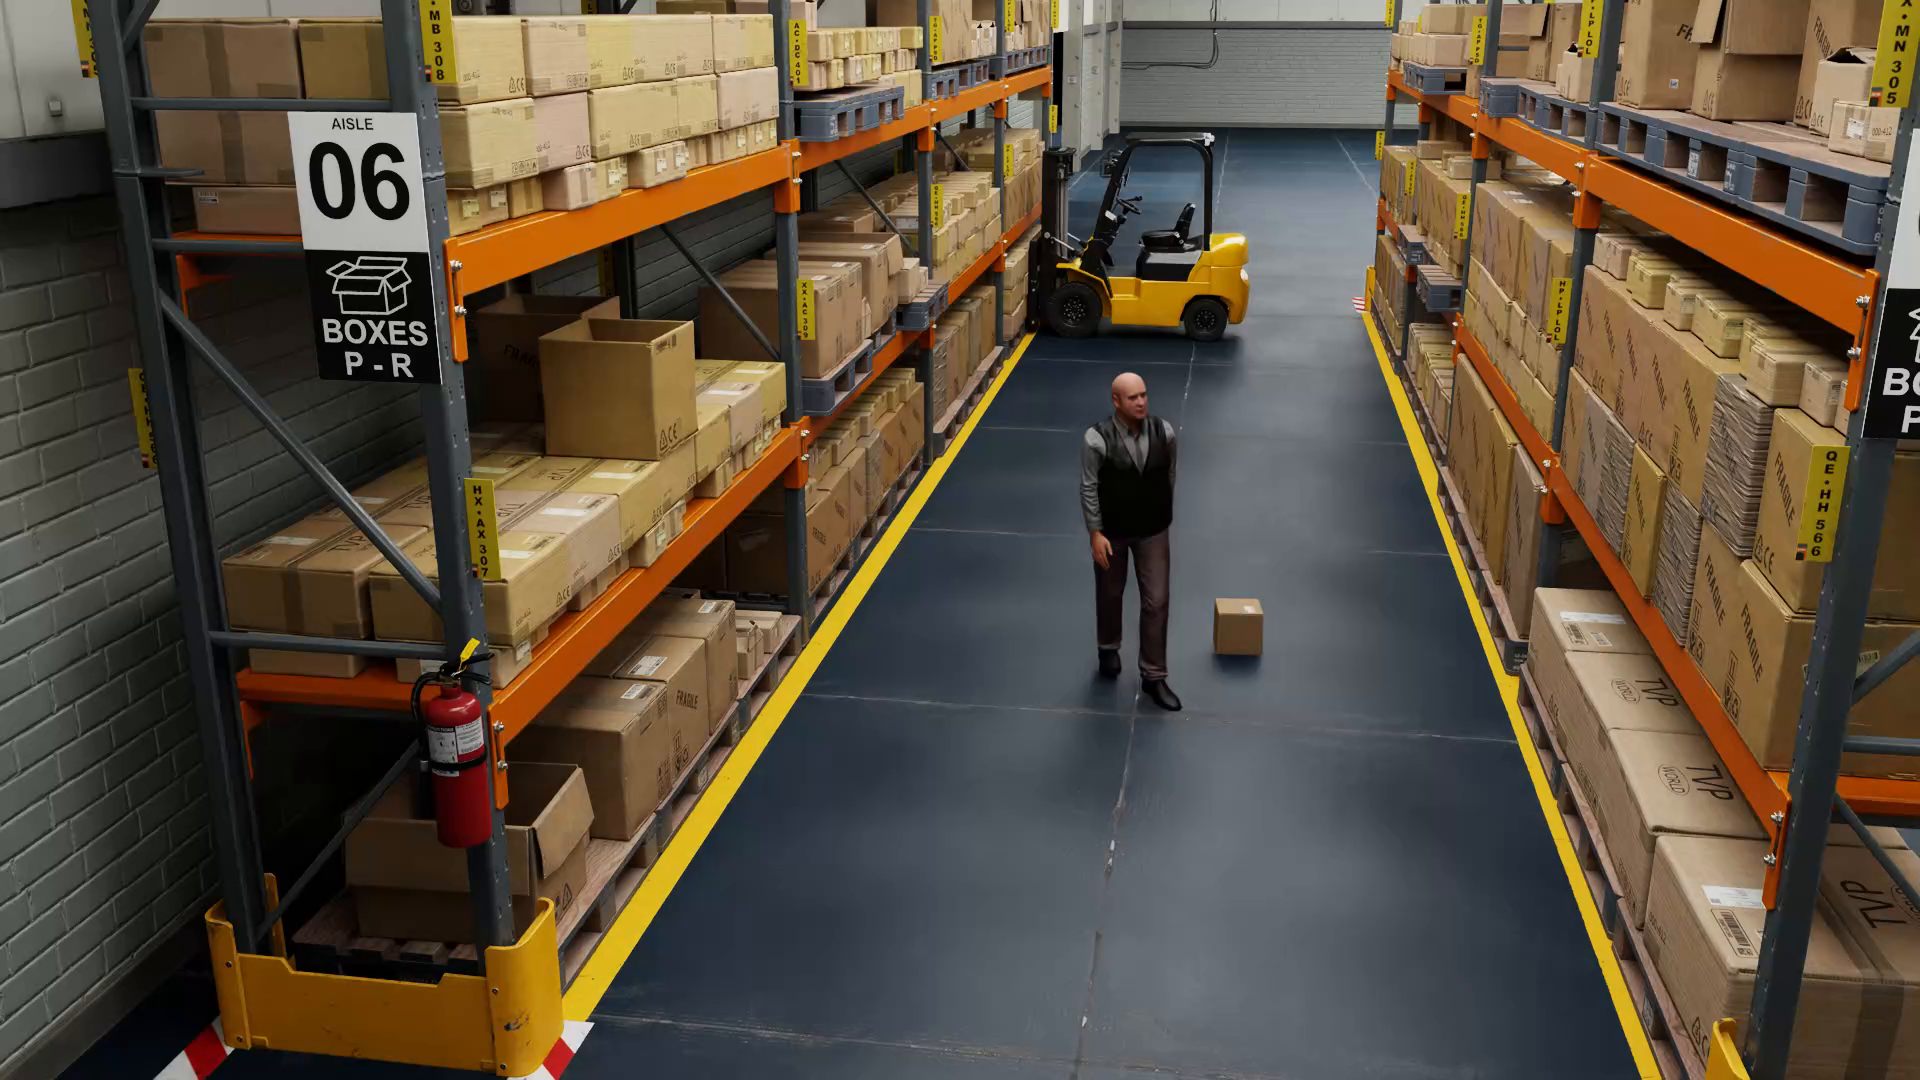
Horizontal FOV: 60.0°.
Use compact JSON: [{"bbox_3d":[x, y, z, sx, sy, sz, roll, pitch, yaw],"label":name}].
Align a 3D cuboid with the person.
[{"bbox_3d":[0.877,-0.028,8.696,0.537,1.735,0.729,-2,18,-6],"label":"person"}]
